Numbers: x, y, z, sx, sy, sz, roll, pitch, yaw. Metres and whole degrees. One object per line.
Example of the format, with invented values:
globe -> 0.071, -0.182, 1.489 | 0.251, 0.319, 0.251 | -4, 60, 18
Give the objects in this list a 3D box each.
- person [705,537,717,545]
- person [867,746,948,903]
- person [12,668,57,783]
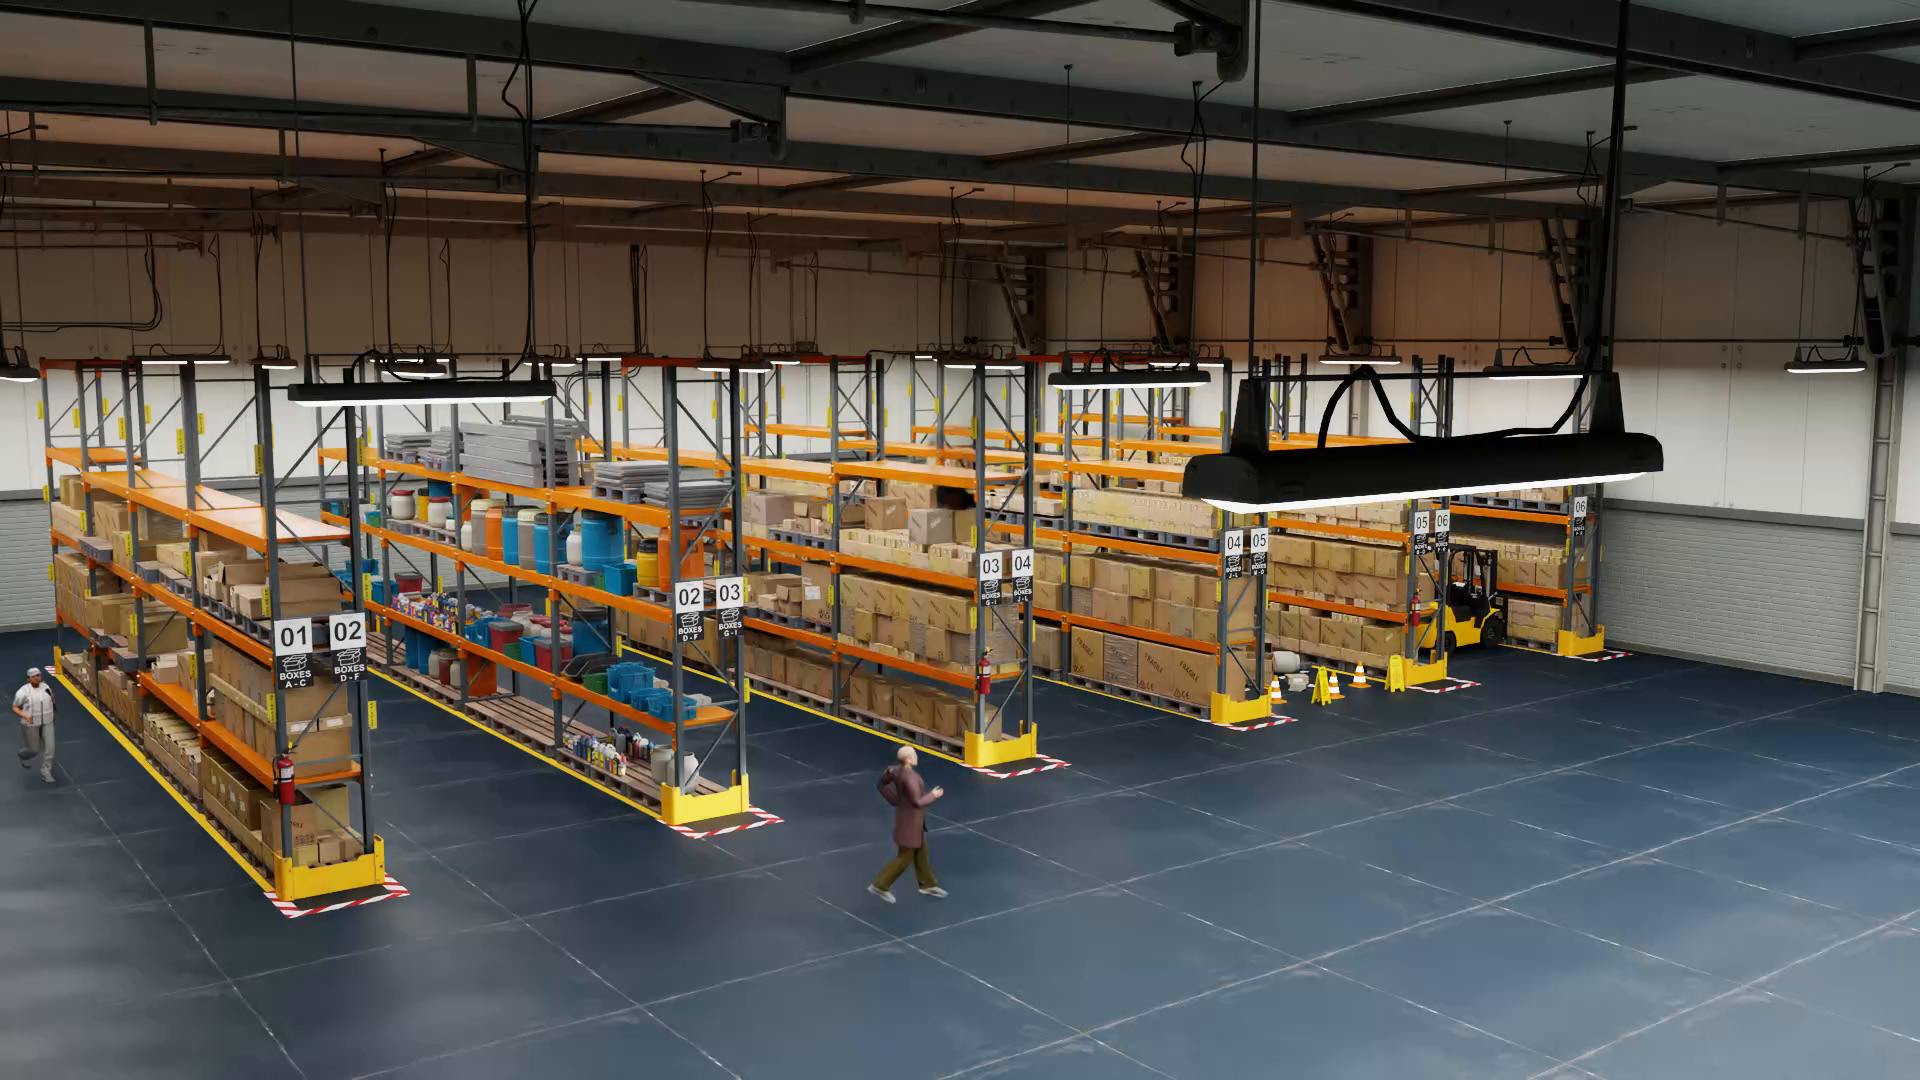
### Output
person -> -6.287, 0.584, 41.114 | 0.571, 1.688, 0.786 | -5, 8, -35
person -> -0.575, 3.191, 18.622 | 0.981, 1.804, 0.698 | -2, 7, -17
person -> -13.333, 2.653, 24.017 | 0.759, 1.647, 0.608 | 5, 9, 38
